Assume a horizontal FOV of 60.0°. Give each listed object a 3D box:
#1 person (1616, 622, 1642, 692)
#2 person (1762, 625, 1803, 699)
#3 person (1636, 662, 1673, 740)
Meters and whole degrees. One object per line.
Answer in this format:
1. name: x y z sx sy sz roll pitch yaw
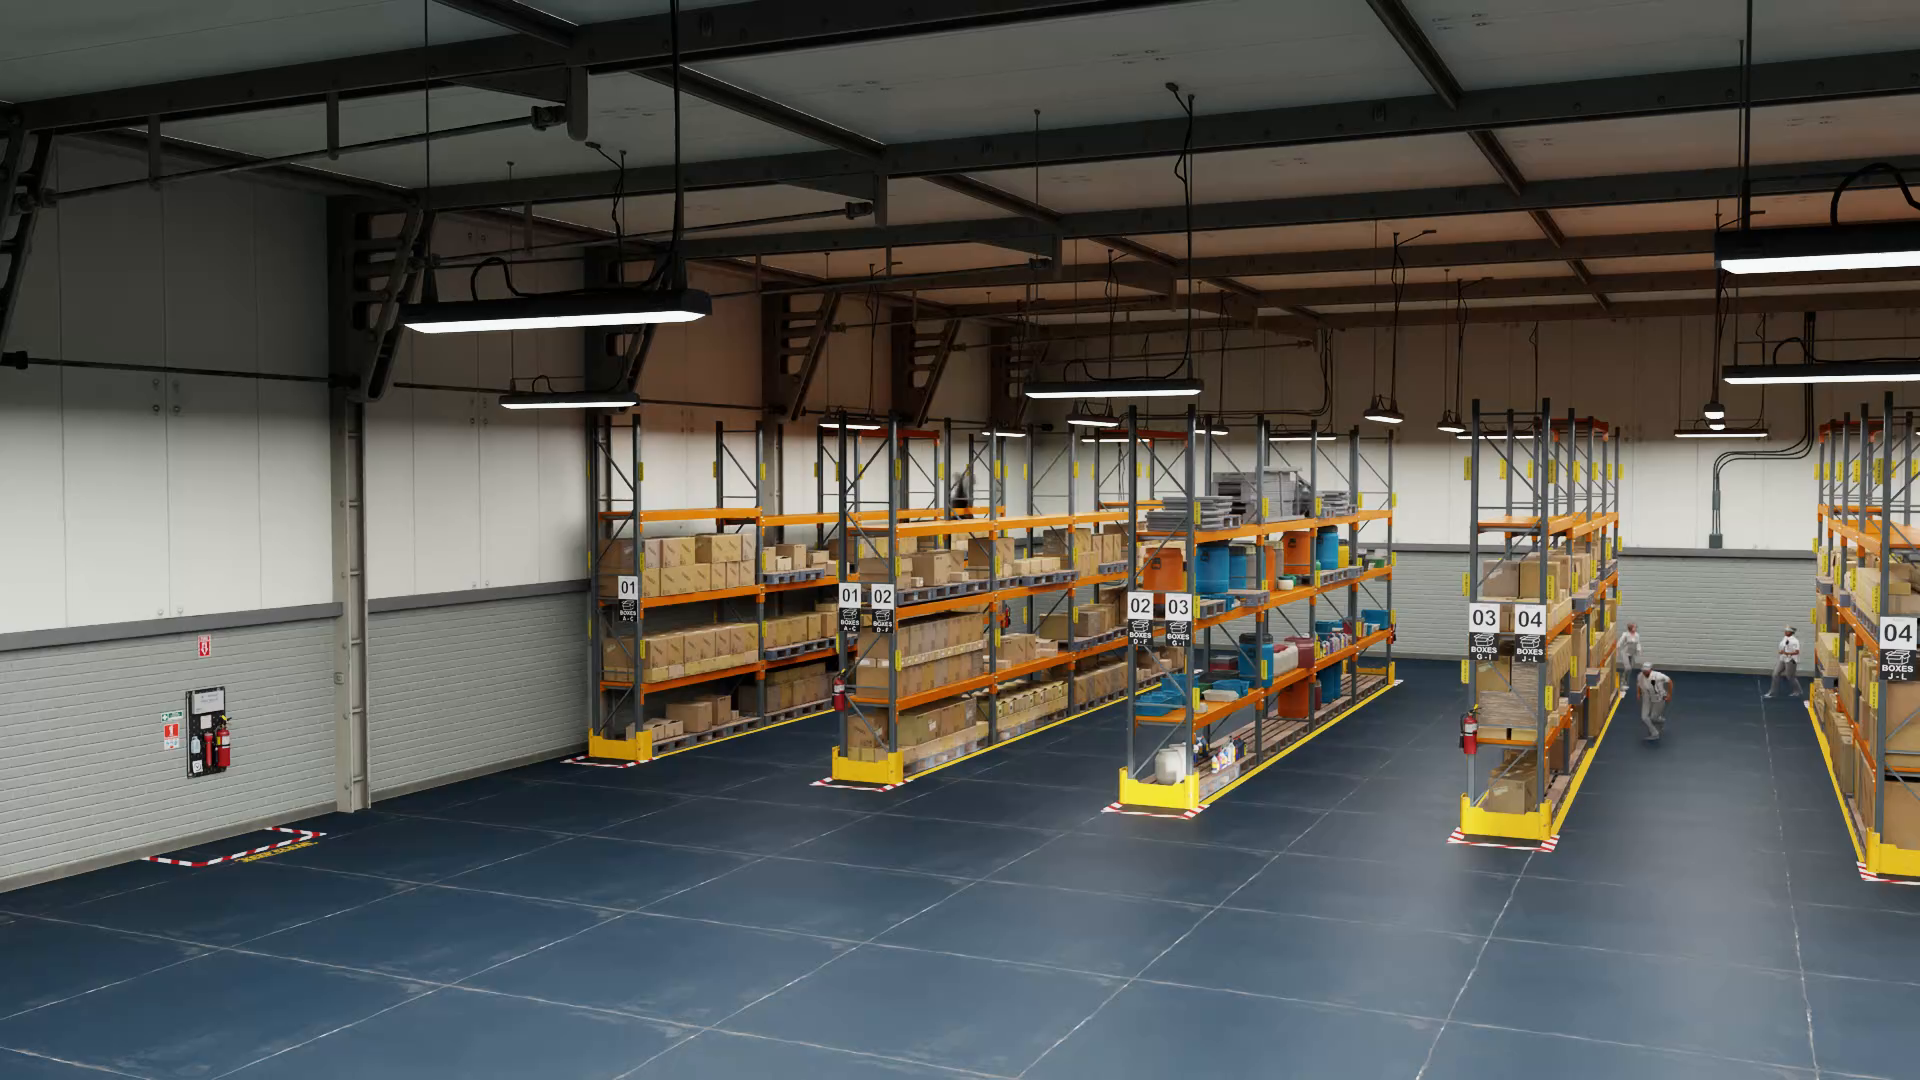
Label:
1. person: 15.241 2.653 37.899 0.502 1.589 0.606 -1 2 -13
2. person: 18.196 2.679 36.474 0.827 1.673 0.712 0 2 -9
3. person: 12.904 2.992 30.900 0.625 1.490 0.864 2 3 44
